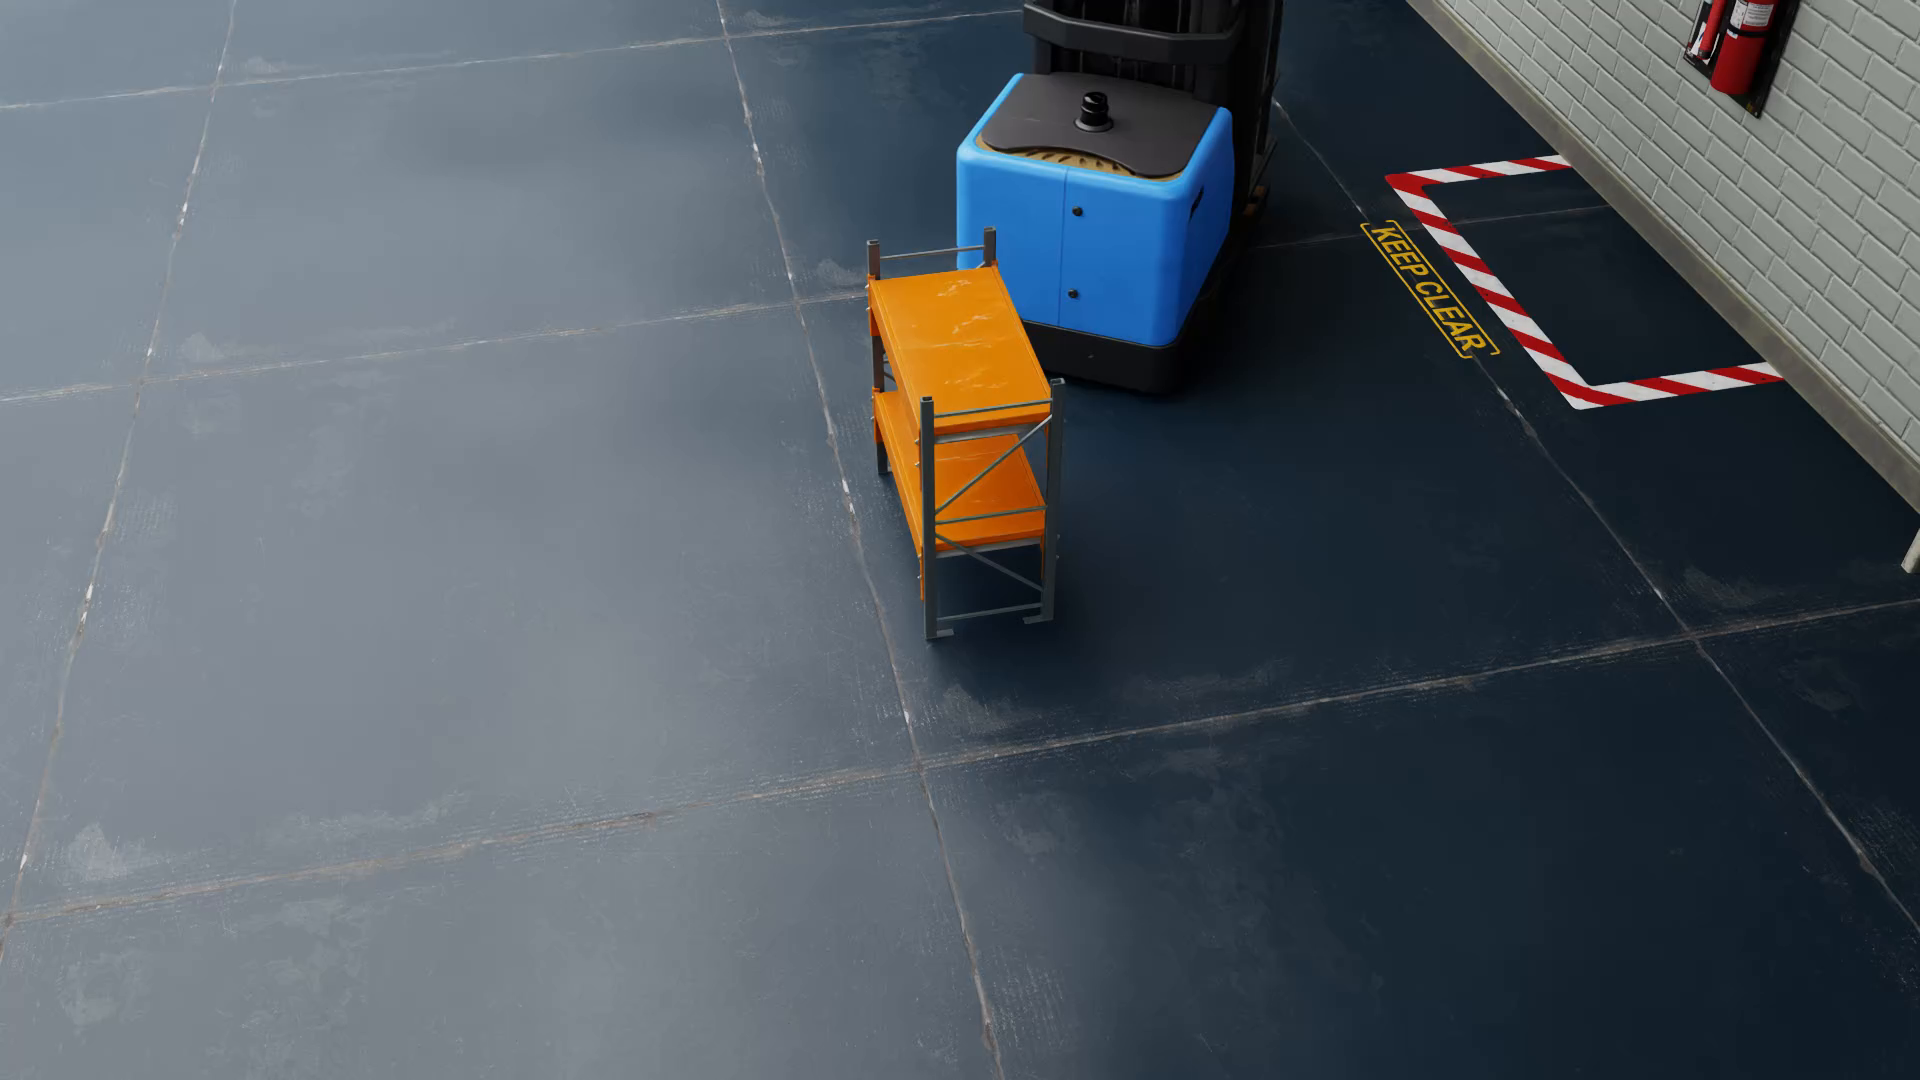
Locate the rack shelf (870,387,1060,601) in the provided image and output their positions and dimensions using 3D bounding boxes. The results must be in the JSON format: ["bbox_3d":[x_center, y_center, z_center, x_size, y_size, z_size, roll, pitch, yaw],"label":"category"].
[{"bbox_3d":[0.001,-0.233,6.534,0.538,0.278,1.000,-8,42,-9],"label":"rack shelf"}]

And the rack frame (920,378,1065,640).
[{"bbox_3d":[0.111,-0.087,6.000,0.500,1.125,0.032,-8,42,-9],"label":"rack frame"}]

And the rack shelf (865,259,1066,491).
[{"bbox_3d":[0.001,-0.635,6.177,0.538,0.278,1.000,-8,42,-9],"label":"rack shelf"}]

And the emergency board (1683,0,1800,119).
[{"bbox_3d":[3.451,-2.526,7.336,0.194,1.169,0.643,-8,42,-9],"label":"emergency board"}]

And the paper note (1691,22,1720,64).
[{"bbox_3d":[3.481,-2.321,7.769,0.016,0.148,0.142,-8,42,-9],"label":"paper note"}]

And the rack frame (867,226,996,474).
[{"bbox_3d":[-0.108,-0.746,6.743,0.500,1.125,0.032,-8,42,-9],"label":"rack frame"}]

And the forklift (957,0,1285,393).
[{"bbox_3d":[0.964,-2.739,7.627,1.130,2.935,3.031,14,43,15],"label":"forklift"}]

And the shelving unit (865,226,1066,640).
[{"bbox_3d":[0.001,-0.416,6.372,0.538,1.125,1.048,-8,42,-9],"label":"shelving unit"}]
